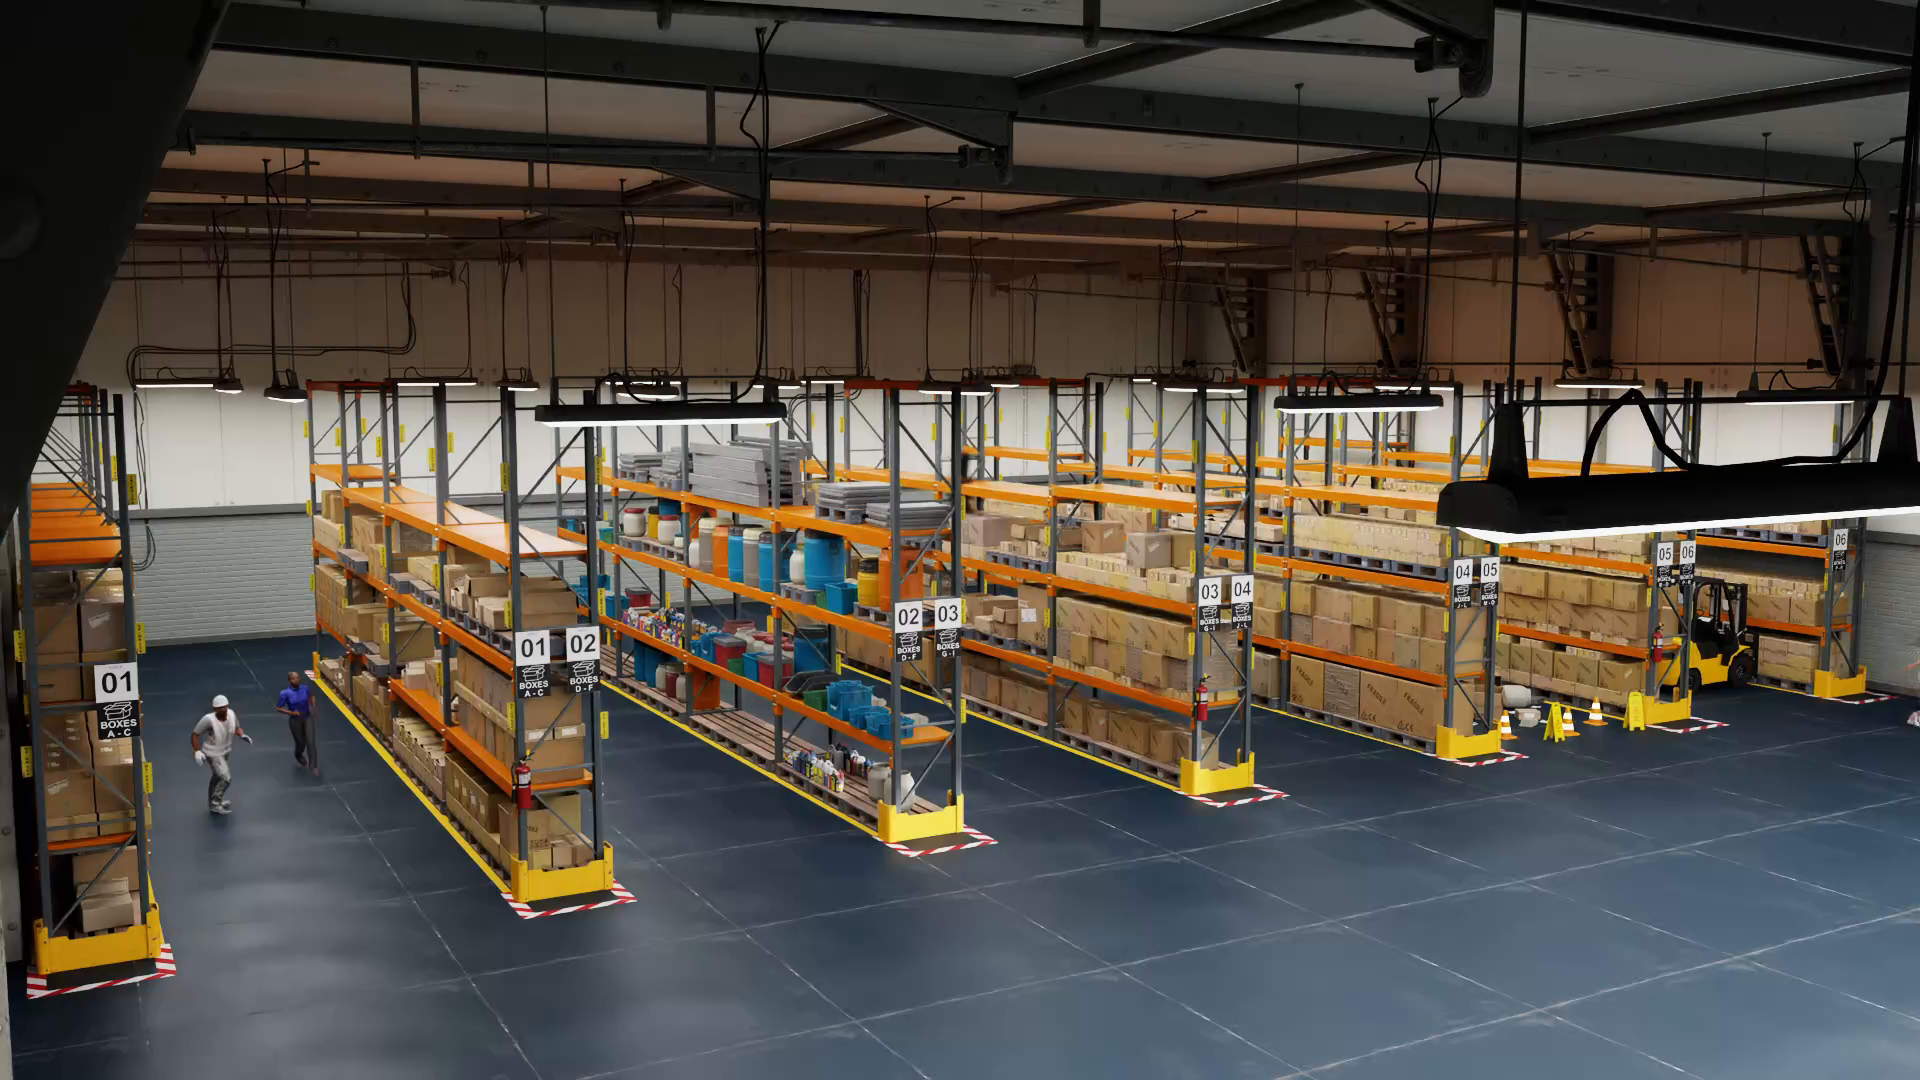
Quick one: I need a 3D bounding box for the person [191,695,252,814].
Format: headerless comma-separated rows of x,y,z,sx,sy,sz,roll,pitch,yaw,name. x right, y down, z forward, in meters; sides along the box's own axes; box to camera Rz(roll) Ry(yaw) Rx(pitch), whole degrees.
-10.390,3.018,23.440,0.825,1.734,0.674,1,6,9,person

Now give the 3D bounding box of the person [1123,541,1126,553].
4.886,0.462,47.427,0.748,1.712,0.581,-4,7,-34,person

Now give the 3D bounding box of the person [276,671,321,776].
-10.234,2.795,25.678,0.614,1.583,0.819,-5,8,-39,person

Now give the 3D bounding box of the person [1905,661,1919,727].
16.876,2.556,28.700,0.552,1.438,0.931,-2,6,-19,person
